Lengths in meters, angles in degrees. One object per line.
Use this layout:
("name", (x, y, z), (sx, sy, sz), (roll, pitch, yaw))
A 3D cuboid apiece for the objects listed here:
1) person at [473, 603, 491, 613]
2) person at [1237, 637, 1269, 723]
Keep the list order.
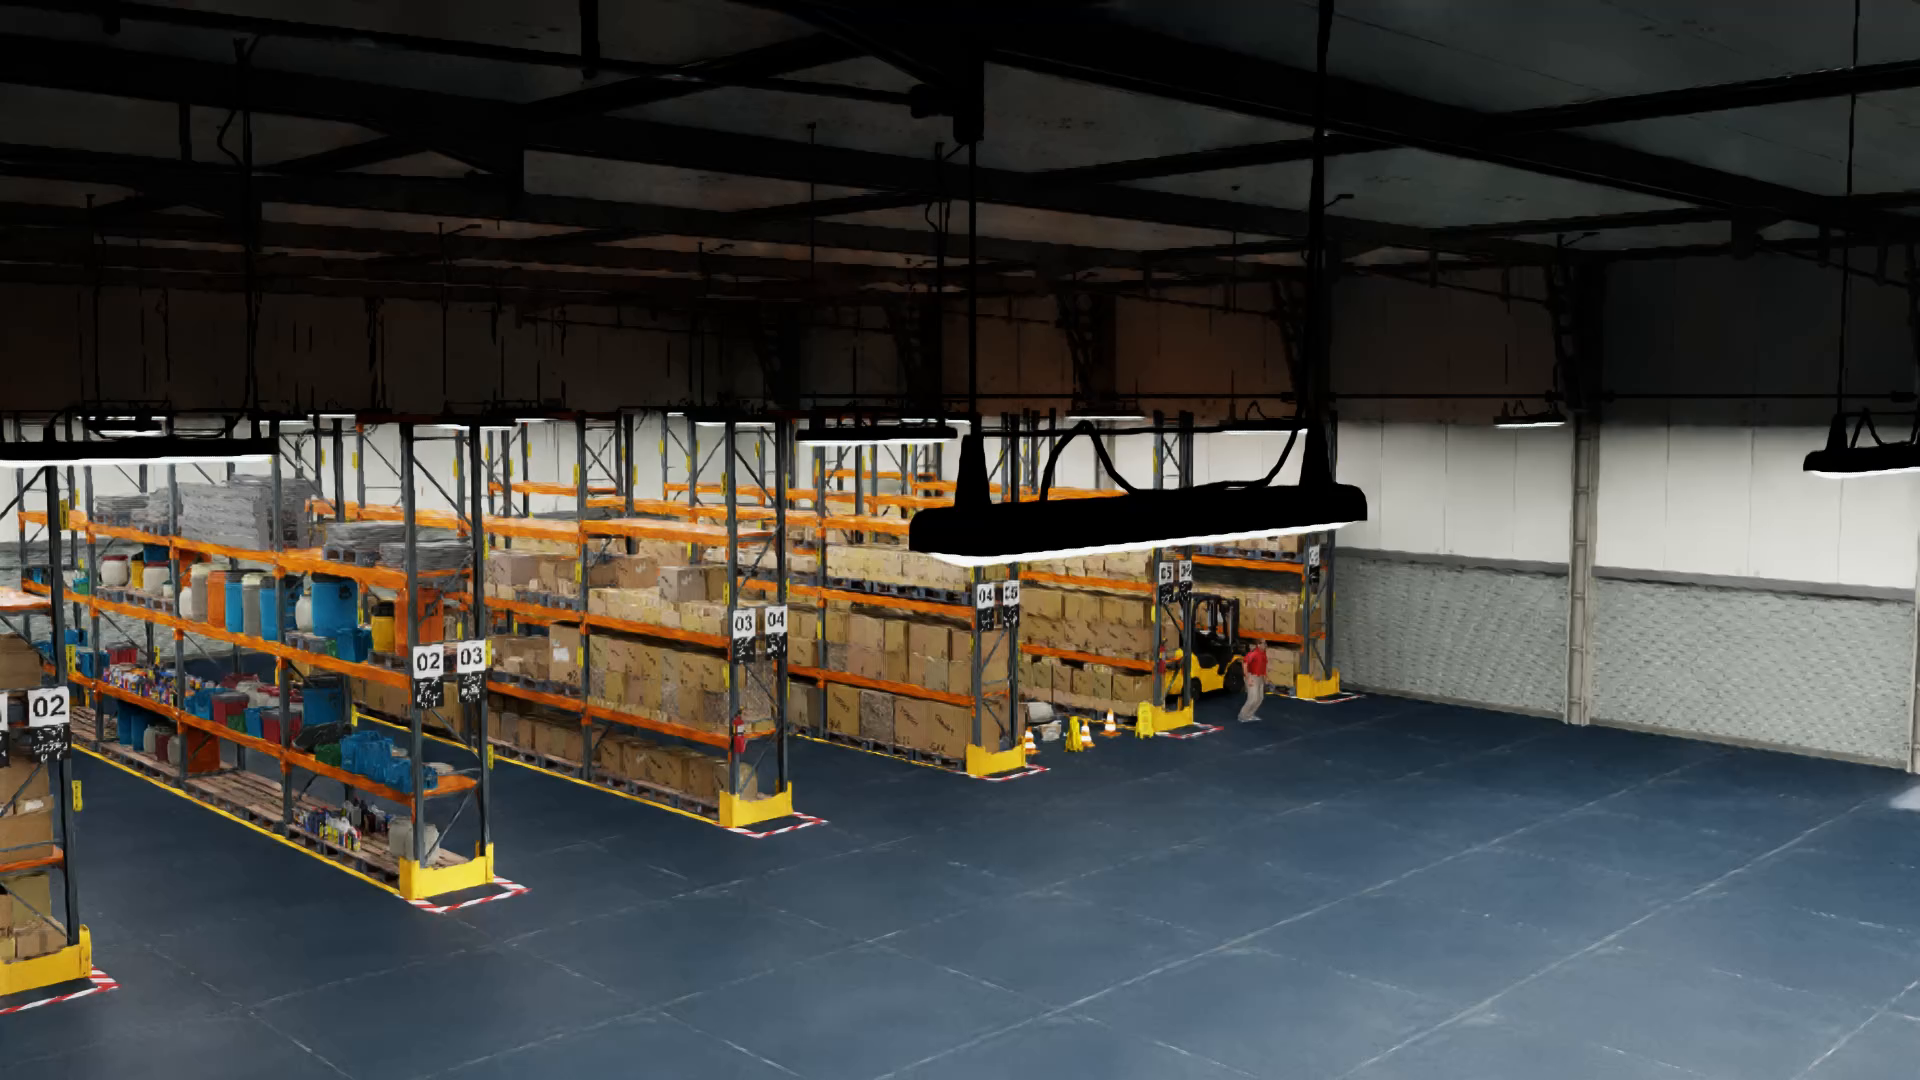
("person", (-12.321, 1.788, 42.945), (0.477, 1.667, 0.526), (-1, 5, -10))
("person", (5.711, 2.703, 32.234), (0.521, 1.676, 0.682), (5, 7, 44))
